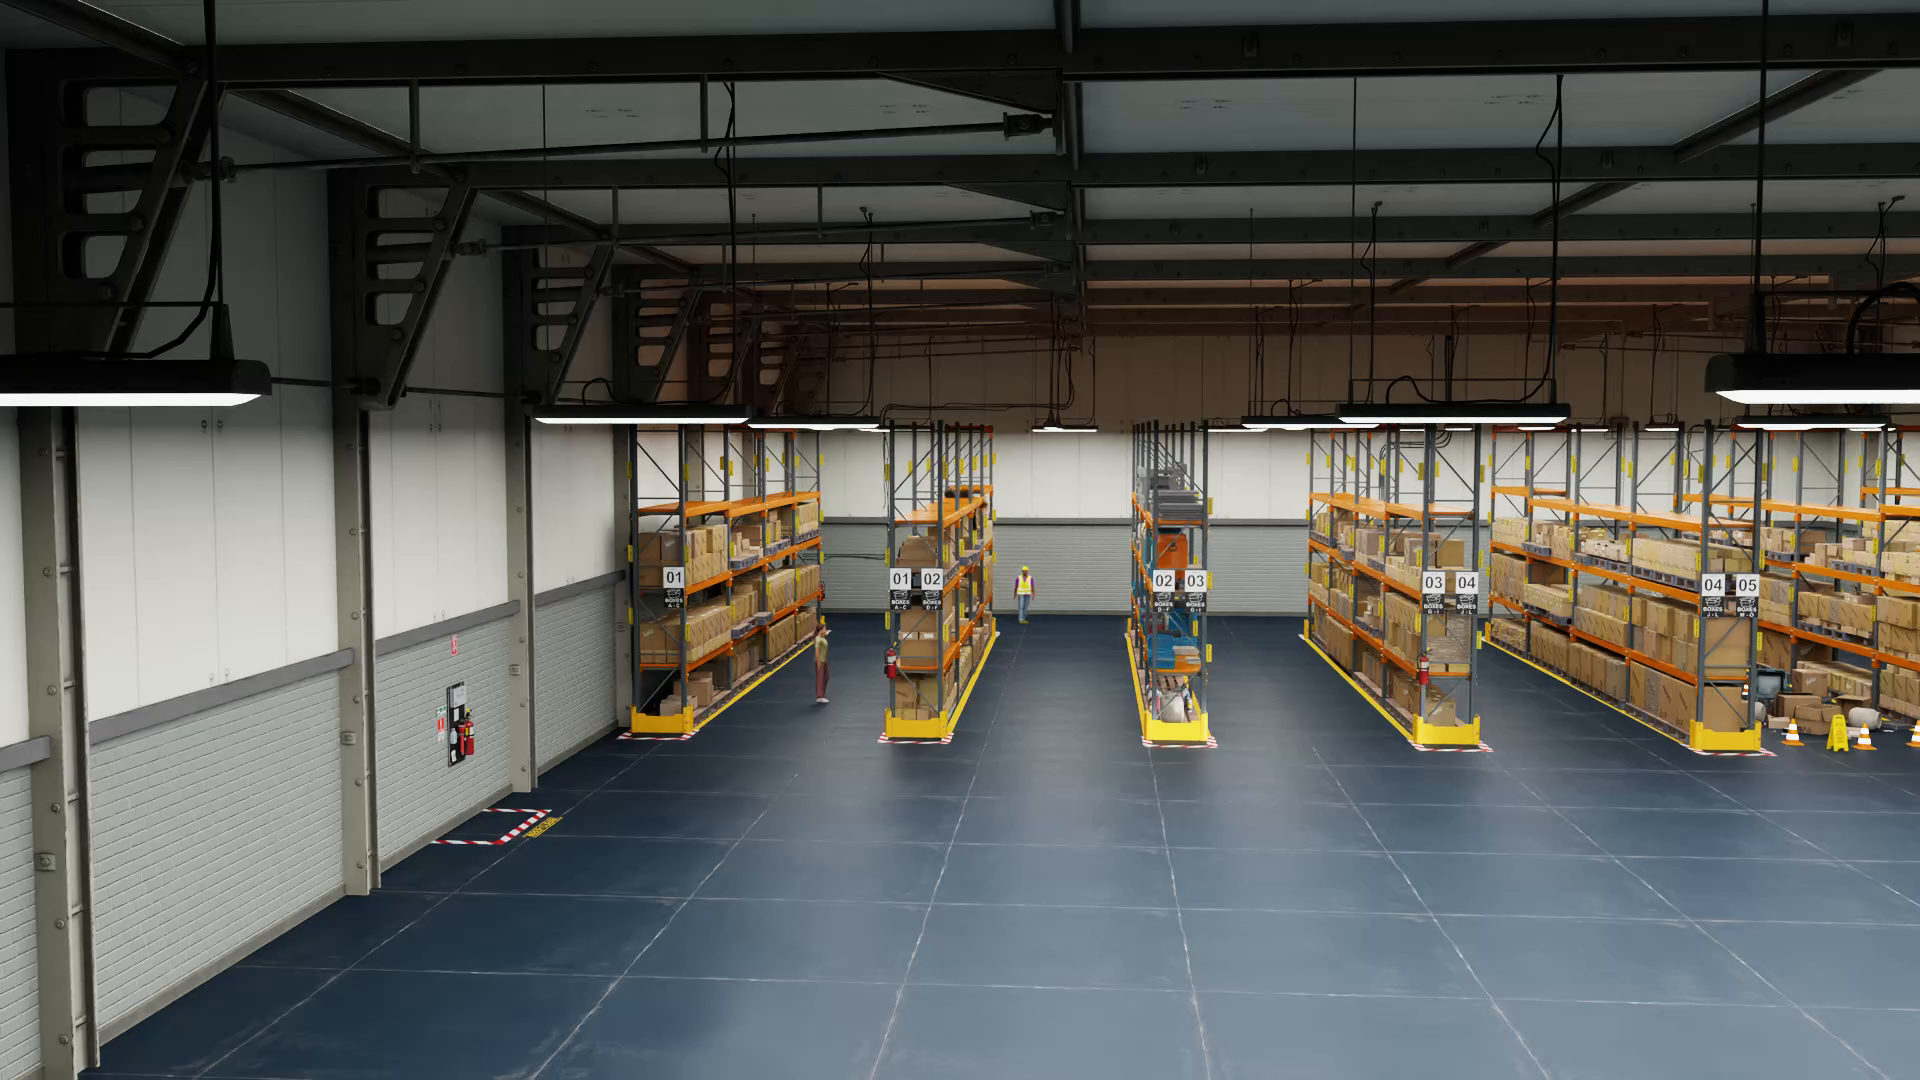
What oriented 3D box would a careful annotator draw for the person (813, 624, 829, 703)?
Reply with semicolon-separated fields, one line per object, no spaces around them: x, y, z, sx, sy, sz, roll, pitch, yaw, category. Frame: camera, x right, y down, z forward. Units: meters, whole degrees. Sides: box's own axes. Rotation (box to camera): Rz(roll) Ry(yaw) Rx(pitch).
-2.971;2.663;35.701;0.370;1.743;0.511;0;4;7;person

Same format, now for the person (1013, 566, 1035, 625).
1.983;1.677;50.196;0.612;1.758;0.666;-1;4;-22;person

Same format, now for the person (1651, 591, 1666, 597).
20.117;1.848;47.991;0.451;1.669;0.478;0;4;-2;person
